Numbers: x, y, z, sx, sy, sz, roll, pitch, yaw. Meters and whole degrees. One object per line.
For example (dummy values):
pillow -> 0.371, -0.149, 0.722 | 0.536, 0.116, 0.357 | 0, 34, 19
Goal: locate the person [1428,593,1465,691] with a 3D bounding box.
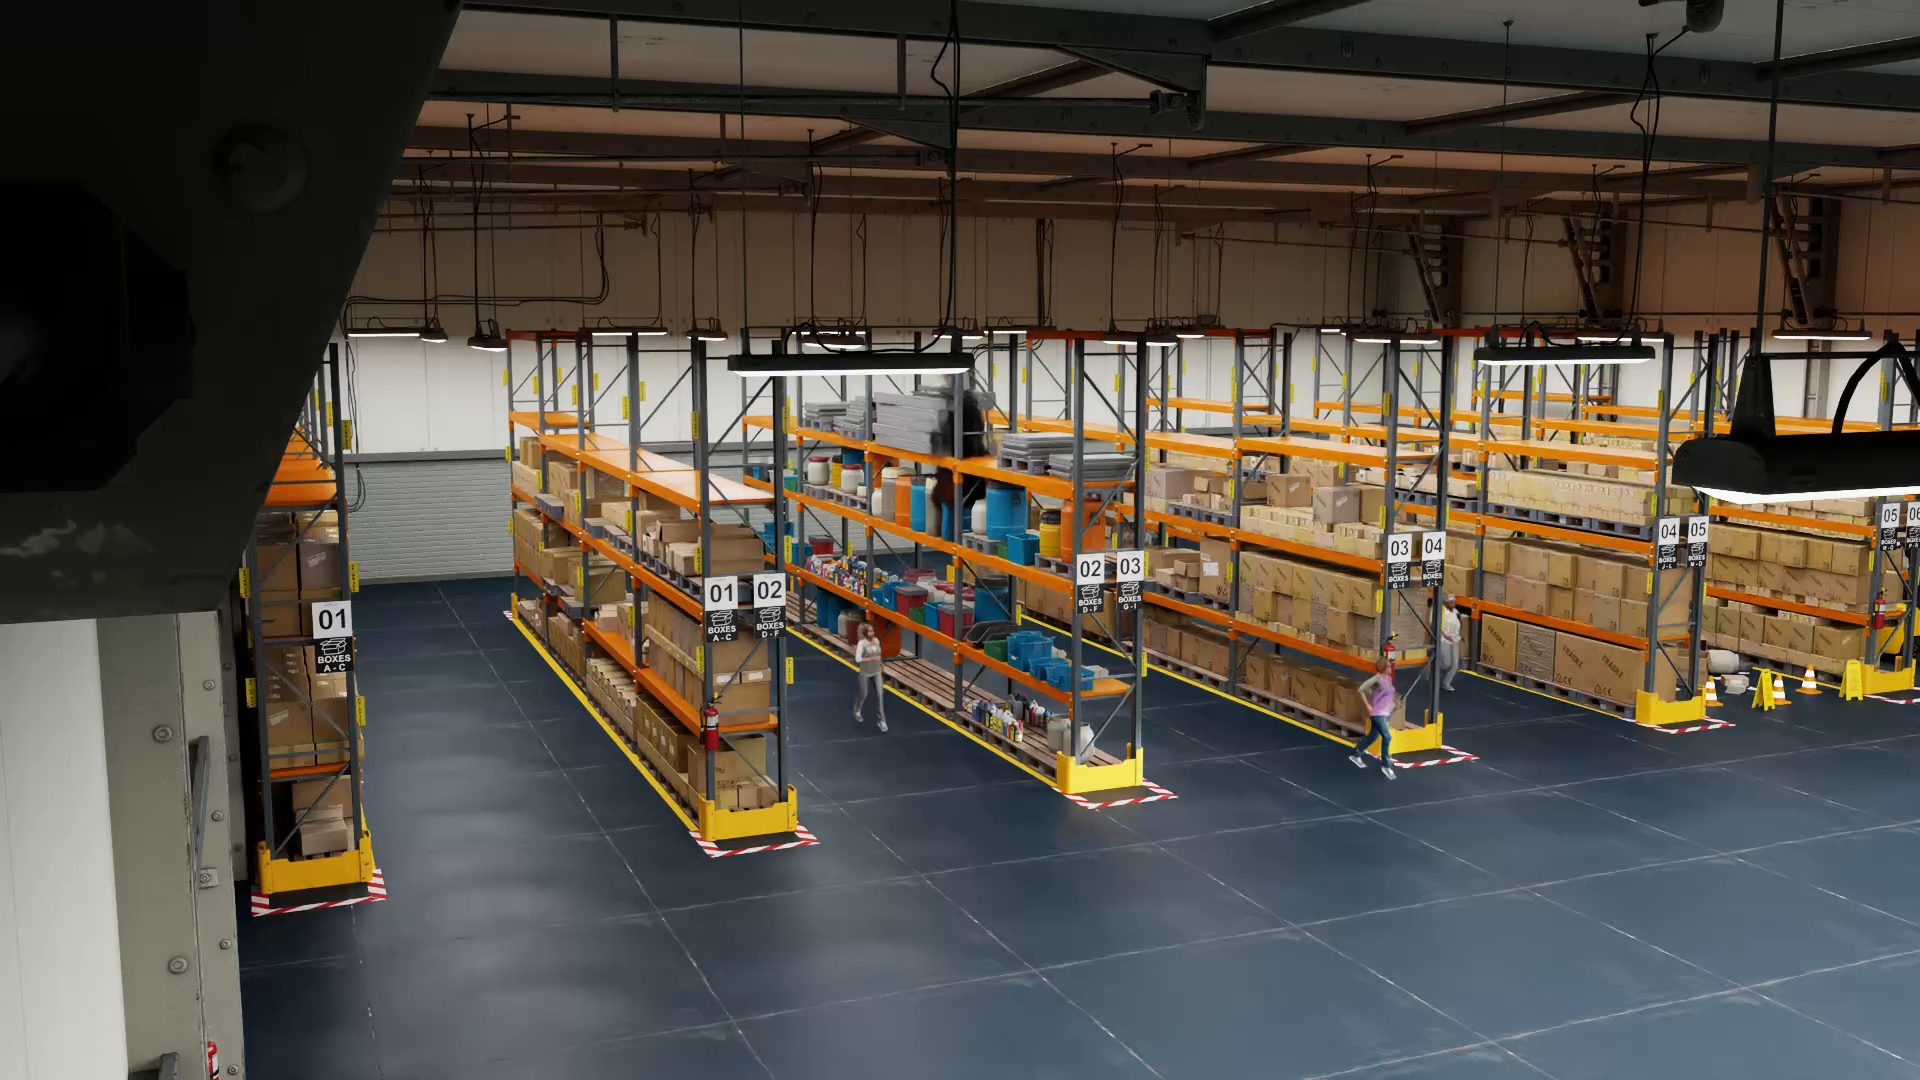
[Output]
person -> 8.221, 1.701, 28.072 | 0.563, 1.655, 0.588 | -4, 9, -26

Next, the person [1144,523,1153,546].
person -> 4.133, 0.386, 37.784 | 0.552, 1.637, 0.561 | -2, 8, -14

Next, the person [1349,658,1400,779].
person -> 5.762, 2.437, 22.985 | 0.741, 1.640, 0.543 | 5, 9, 35

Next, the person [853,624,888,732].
person -> -1.376, 2.066, 25.420 | 0.534, 1.601, 0.860 | -4, 9, -27
